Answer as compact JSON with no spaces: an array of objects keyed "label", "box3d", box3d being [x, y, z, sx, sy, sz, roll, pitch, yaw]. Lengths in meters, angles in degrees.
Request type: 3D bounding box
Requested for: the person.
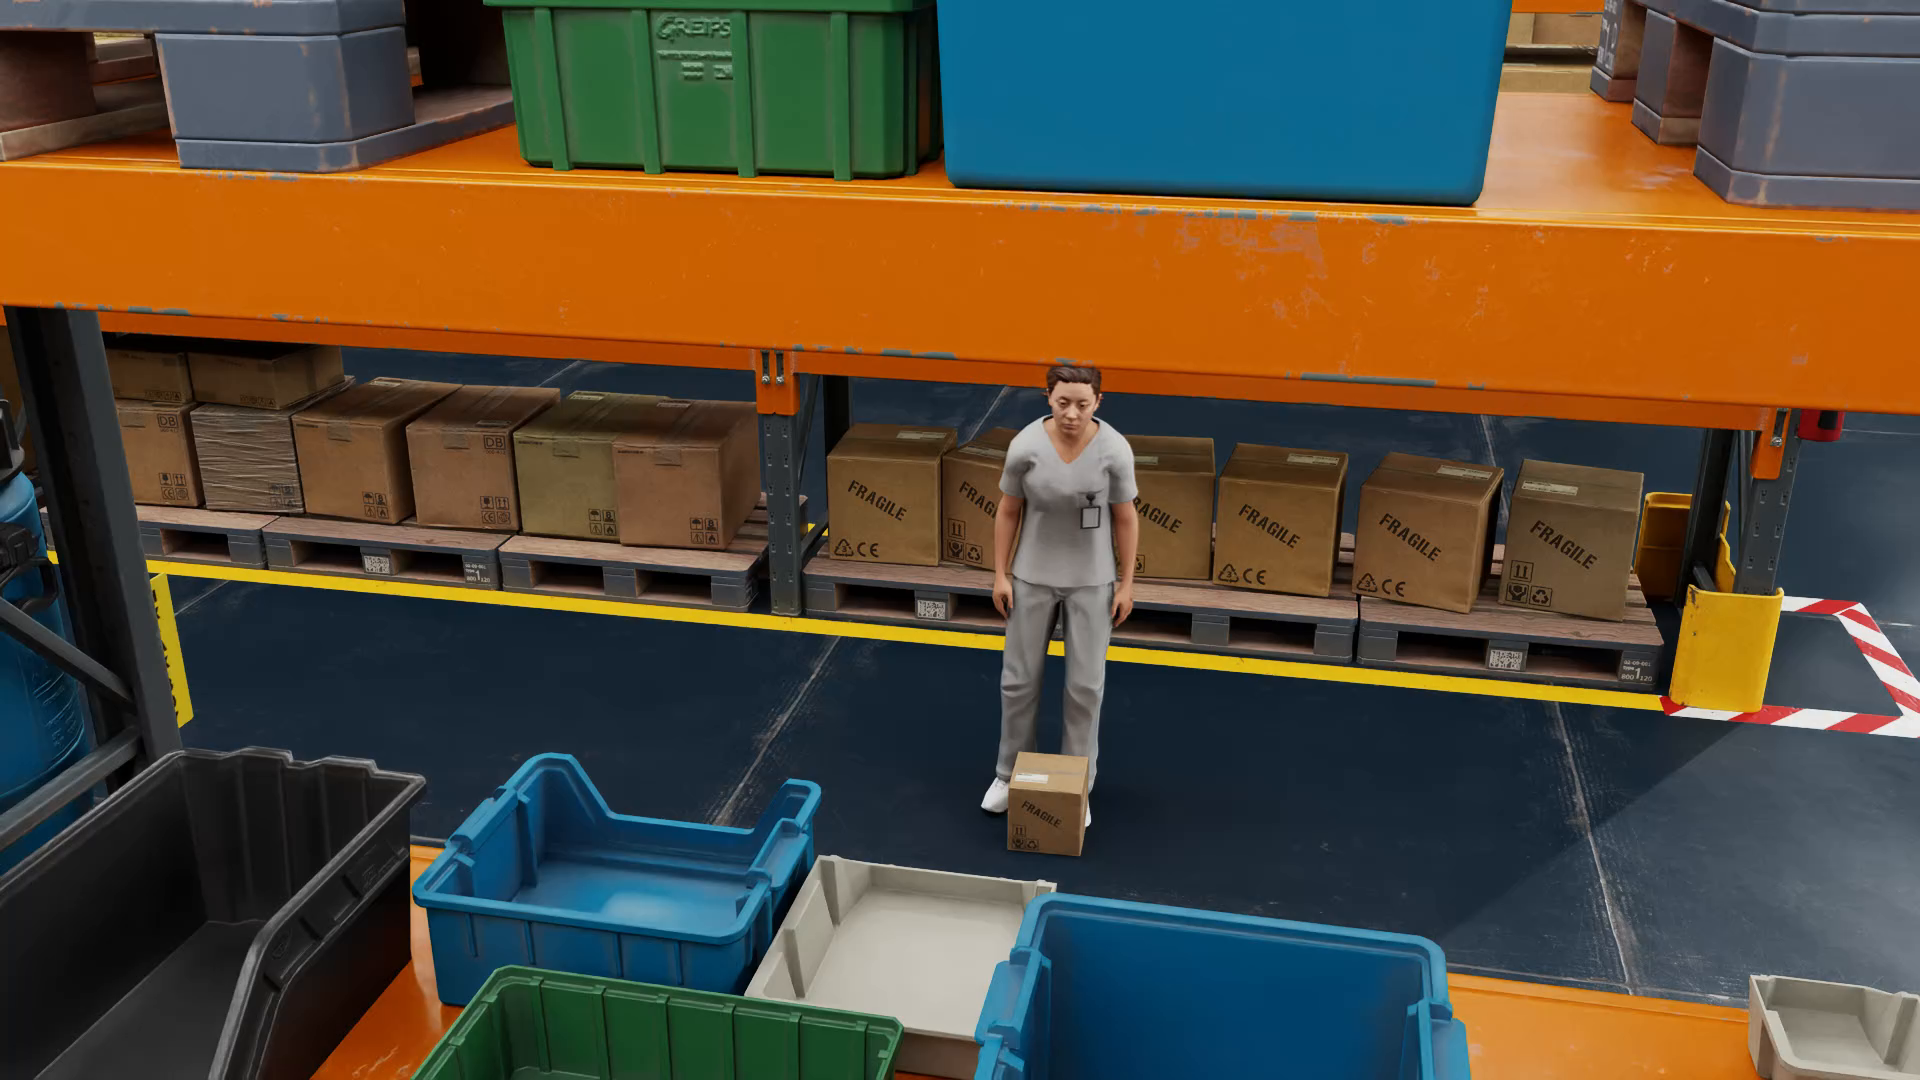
[{"label":"person","box3d":[0.342,0.166,5.671,0.510,1.671,0.417,3,22,8]}]
